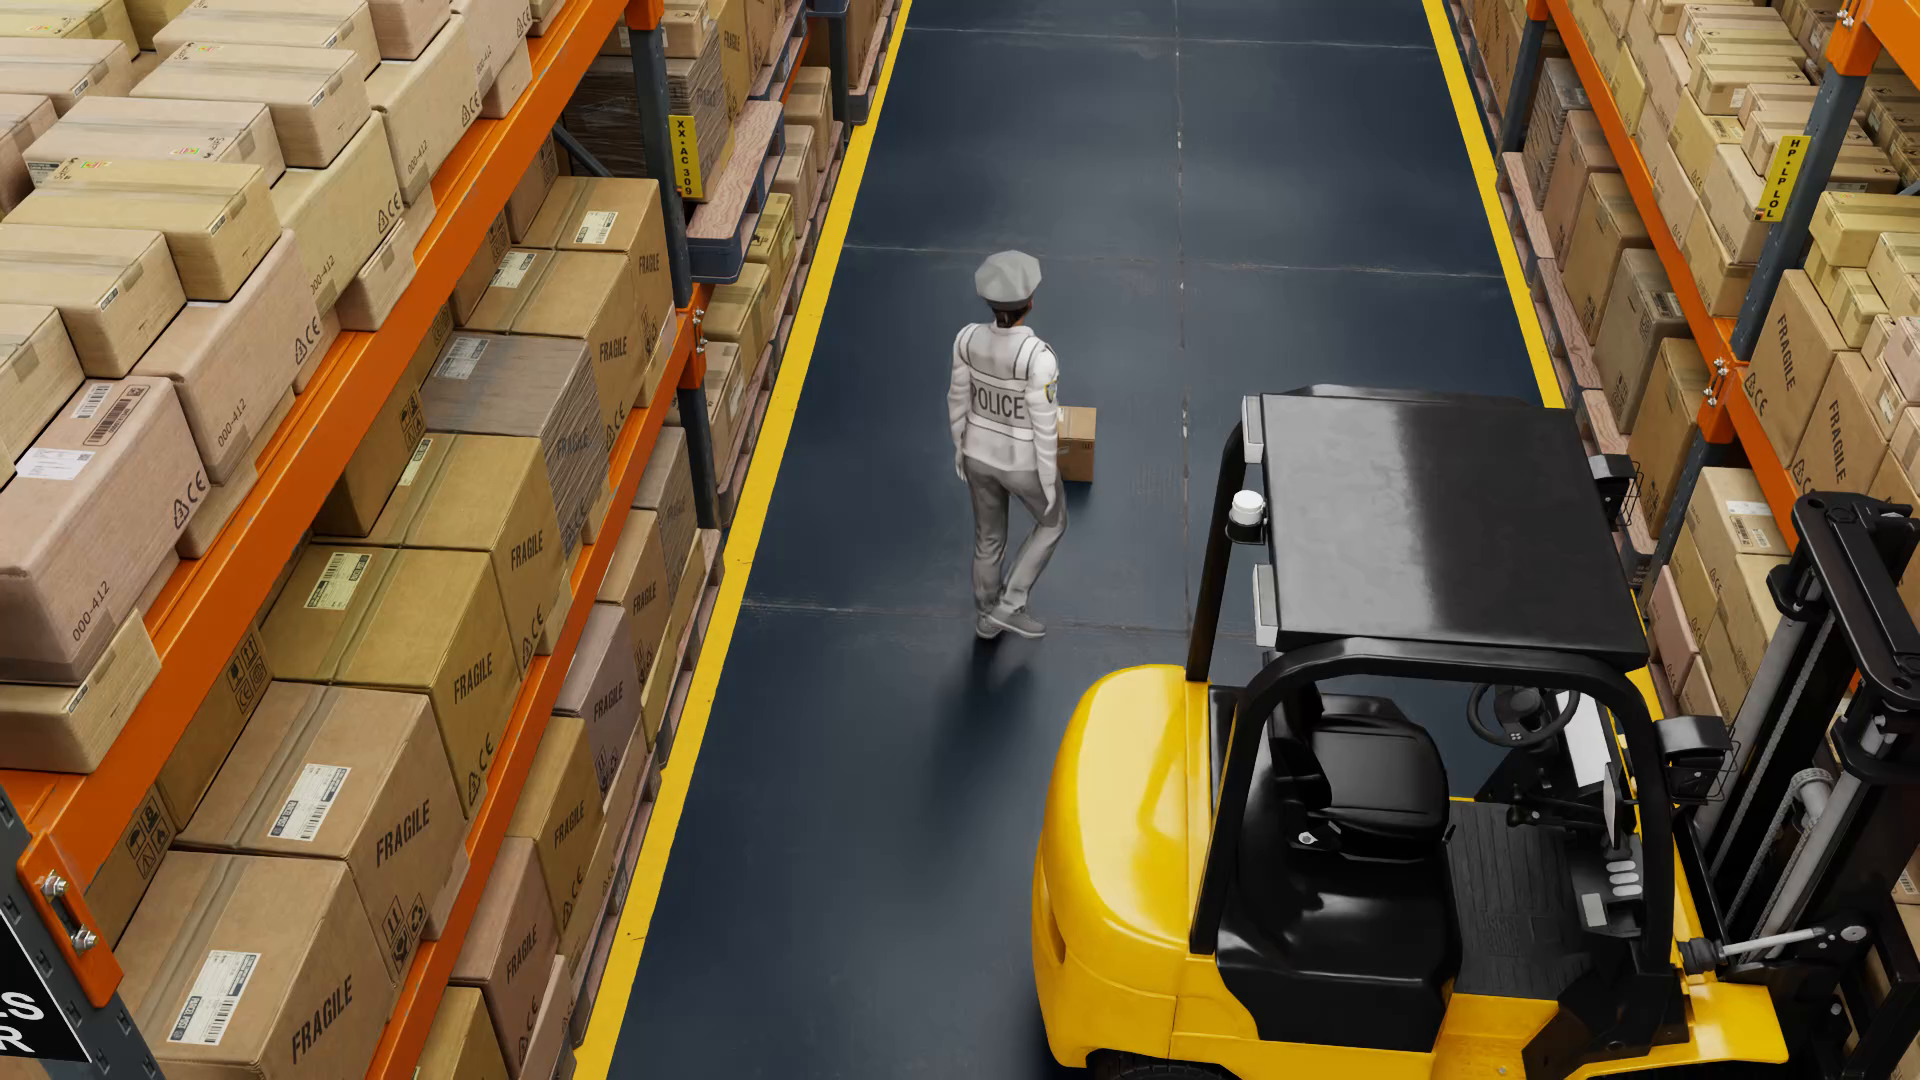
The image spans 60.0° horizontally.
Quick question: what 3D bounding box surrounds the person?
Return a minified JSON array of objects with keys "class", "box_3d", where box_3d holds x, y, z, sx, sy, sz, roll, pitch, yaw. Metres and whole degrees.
[{"class":"person","box_3d":[0.349,-0.533,6.749,0.494,1.694,0.714,17,43,19]}]
